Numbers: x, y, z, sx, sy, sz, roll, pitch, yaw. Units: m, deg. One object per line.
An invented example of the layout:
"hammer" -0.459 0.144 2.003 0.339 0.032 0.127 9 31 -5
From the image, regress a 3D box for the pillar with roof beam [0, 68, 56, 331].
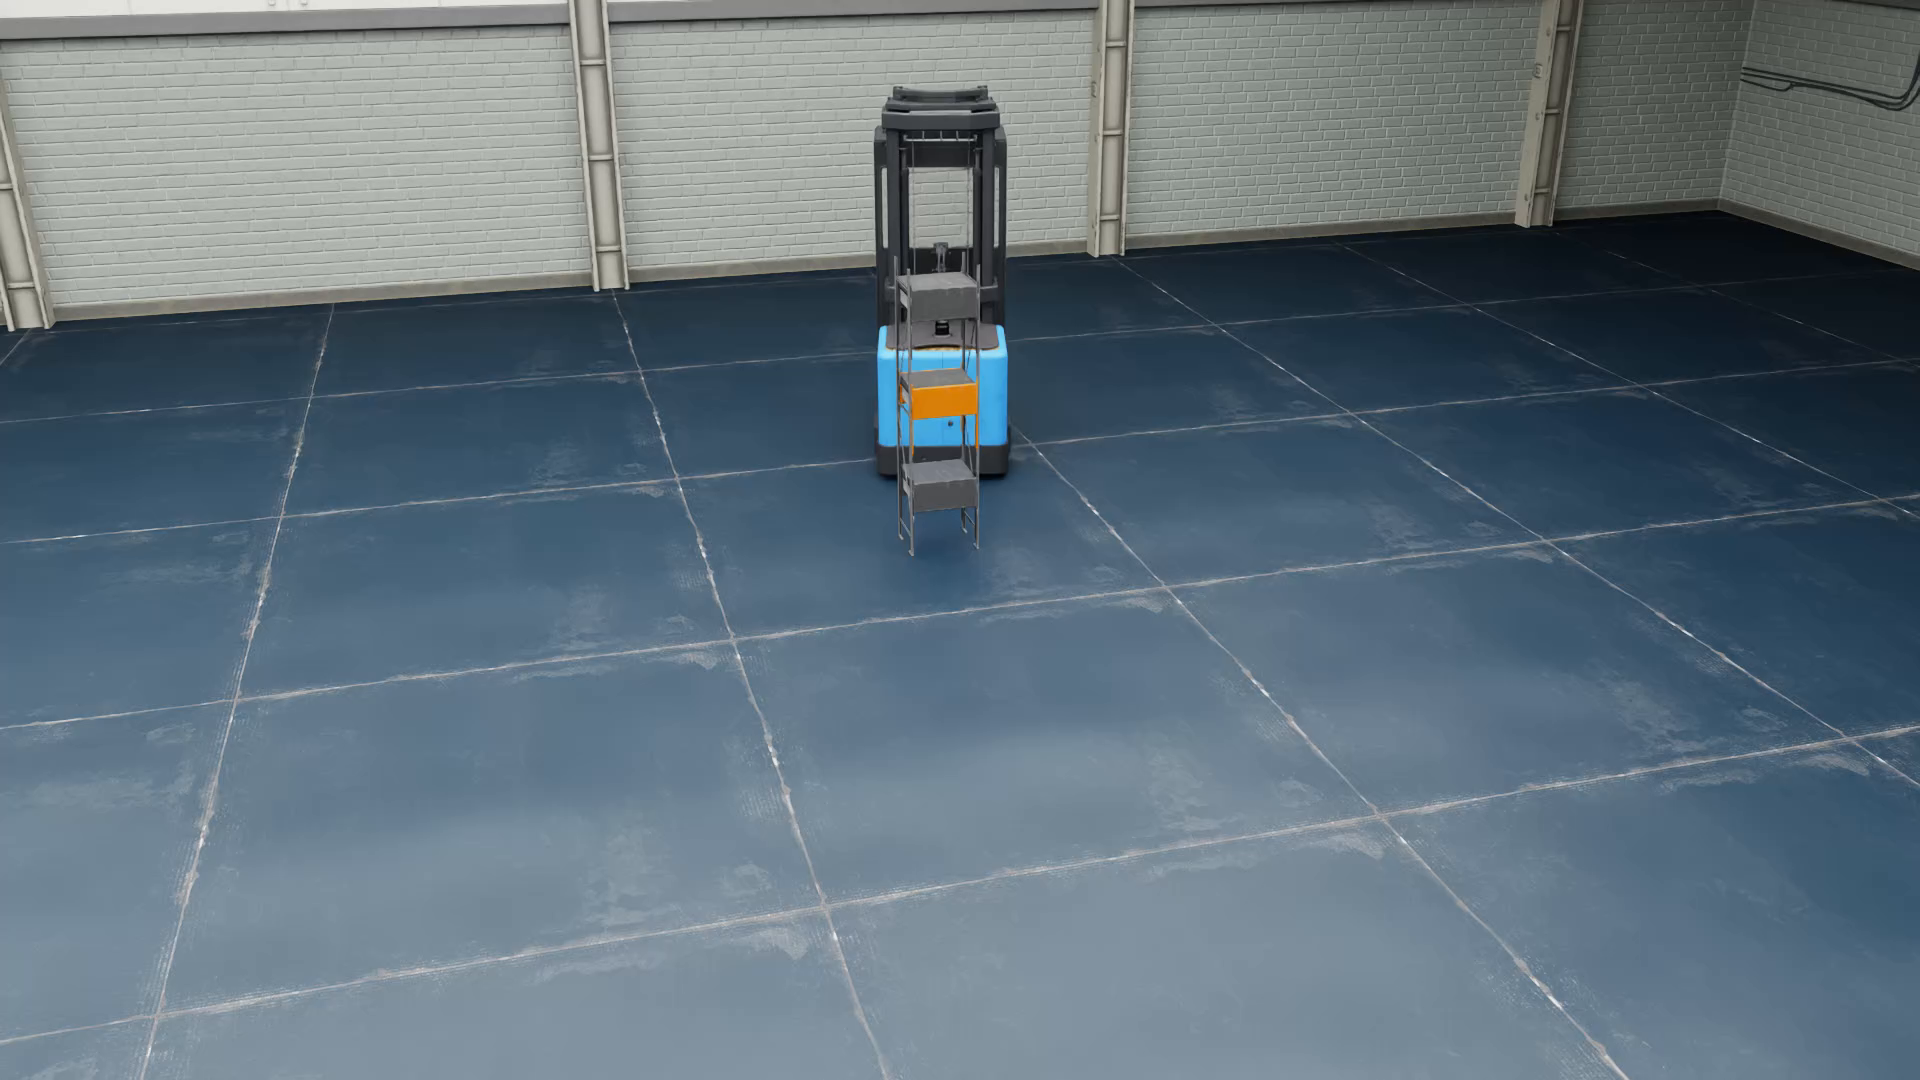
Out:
"pillar with roof beam" -8.600 -4.755 11.921 0.400 9.000 9.100 -6 24 -14

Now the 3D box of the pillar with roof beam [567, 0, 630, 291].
"pillar with roof beam" -2.823 -5.395 13.410 0.400 9.000 9.100 -6 24 -14

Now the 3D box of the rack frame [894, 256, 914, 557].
"rack frame" -0.394 -0.921 11.734 0.015 2.100 0.400 -6 24 -14

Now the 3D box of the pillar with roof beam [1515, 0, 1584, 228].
"pillar with roof beam" 8.731 -6.673 16.389 0.400 9.000 9.100 -6 24 -14

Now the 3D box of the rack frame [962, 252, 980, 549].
"rack frame" 0.076 -0.973 11.855 0.015 2.100 0.400 -6 24 -14

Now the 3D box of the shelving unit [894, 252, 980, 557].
"shelving unit" -0.159 -0.947 11.795 0.503 2.100 0.431 -6 24 -14

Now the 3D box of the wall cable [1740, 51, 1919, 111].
"wall cable" 10.761 -6.692 20.372 0.112 2.526 3.097 -6 24 -14

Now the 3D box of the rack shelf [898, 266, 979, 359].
"rack shelf" -0.159 -1.578 11.524 0.480 0.518 0.431 -6 24 -14

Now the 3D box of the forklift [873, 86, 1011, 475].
"forklift" -0.166 -2.402 14.131 1.130 2.935 3.031 0 23 -1

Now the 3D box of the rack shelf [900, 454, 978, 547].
"rack shelf" -0.159 -0.291 12.076 0.480 0.518 0.431 -6 24 -14

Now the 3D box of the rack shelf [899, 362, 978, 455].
"rack shelf" -0.159 -0.935 11.800 0.480 0.518 0.431 -6 24 -14

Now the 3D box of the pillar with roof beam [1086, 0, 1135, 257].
"pillar with roof beam" 2.954 -6.034 14.900 0.400 9.000 9.100 -6 24 -14
